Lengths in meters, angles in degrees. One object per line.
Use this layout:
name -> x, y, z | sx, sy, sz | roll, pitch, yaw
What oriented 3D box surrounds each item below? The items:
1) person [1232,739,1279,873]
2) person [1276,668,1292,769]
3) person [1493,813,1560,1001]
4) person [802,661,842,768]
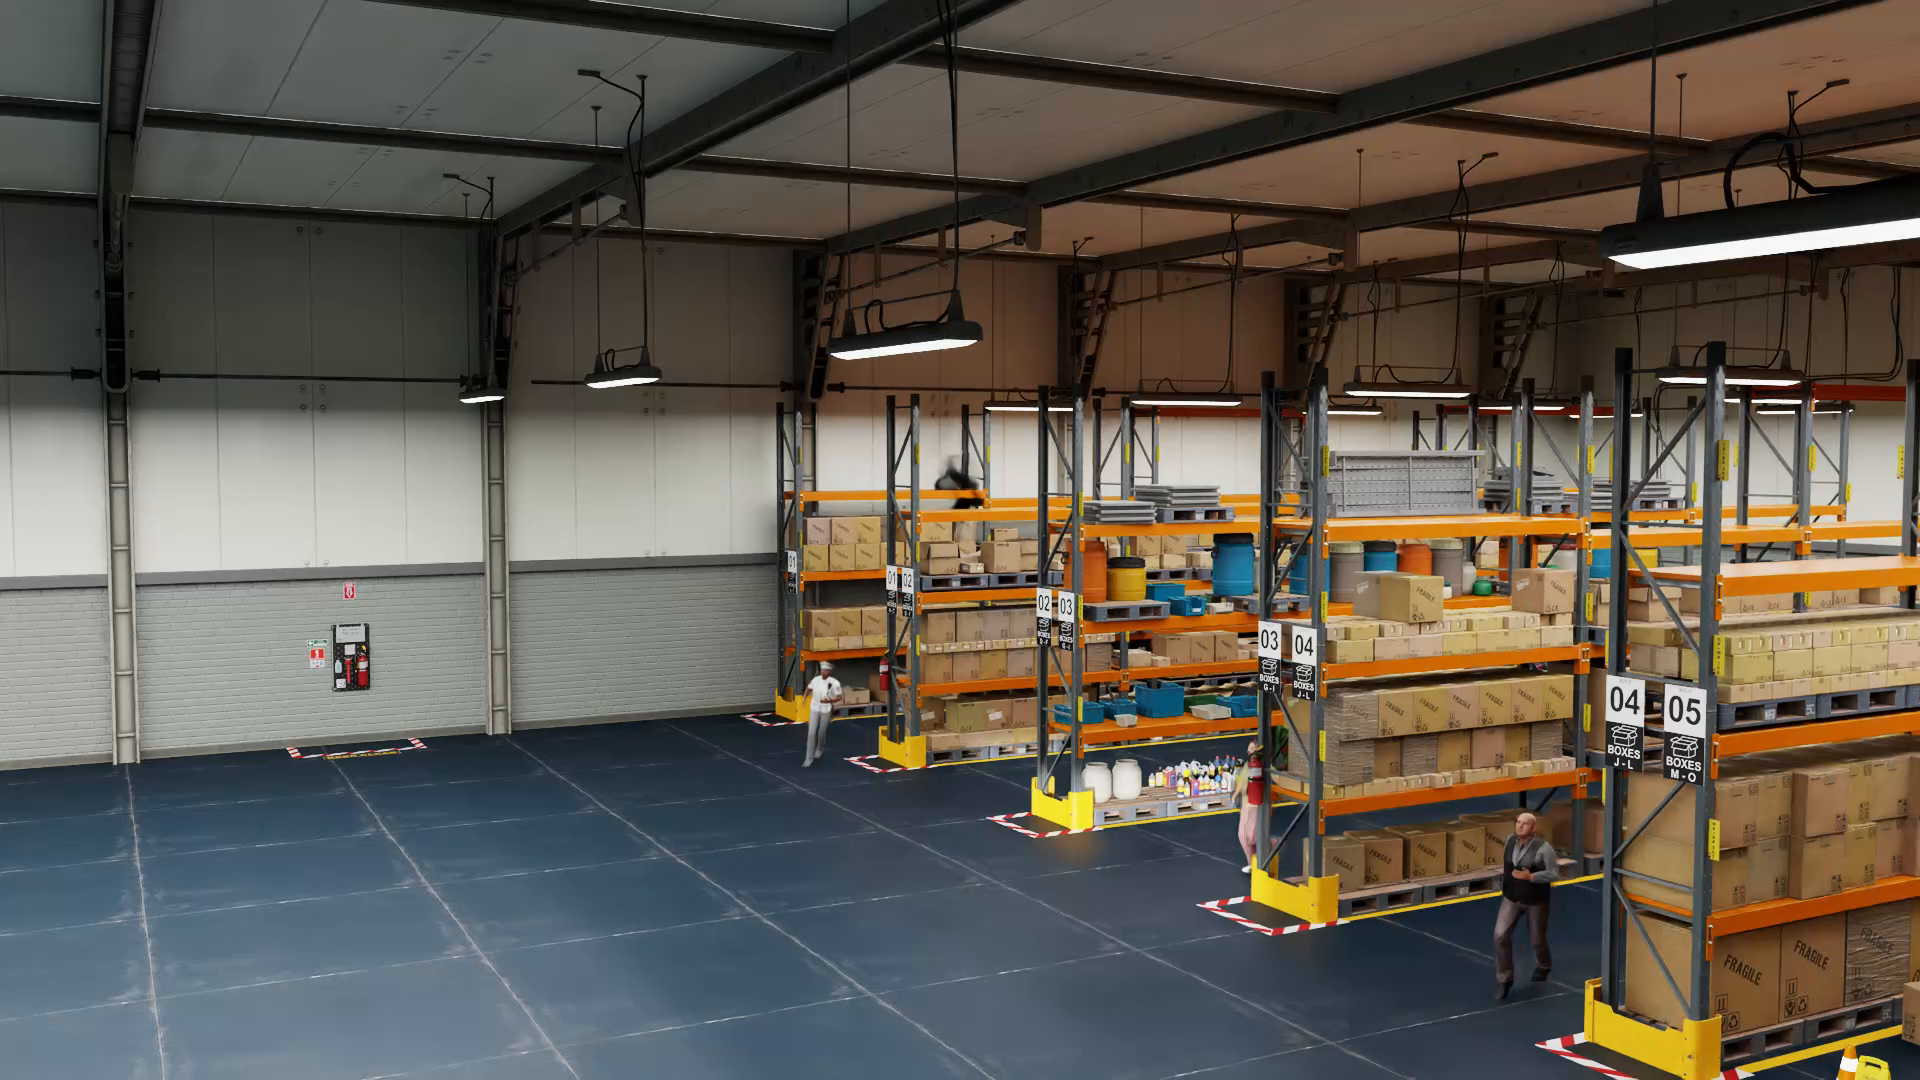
person -> 3.599, 3.210, 20.098 | 0.577, 1.624, 0.625 | -2, 4, -35
person -> 5.329, 2.793, 26.650 | 0.615, 1.745, 0.656 | -2, 4, -27
person -> 5.374, 3.435, 15.663 | 0.631, 1.777, 0.830 | 3, 4, 42
person -> -2.227, 2.804, 27.061 | 0.643, 1.699, 0.804 | 0, 3, 6
